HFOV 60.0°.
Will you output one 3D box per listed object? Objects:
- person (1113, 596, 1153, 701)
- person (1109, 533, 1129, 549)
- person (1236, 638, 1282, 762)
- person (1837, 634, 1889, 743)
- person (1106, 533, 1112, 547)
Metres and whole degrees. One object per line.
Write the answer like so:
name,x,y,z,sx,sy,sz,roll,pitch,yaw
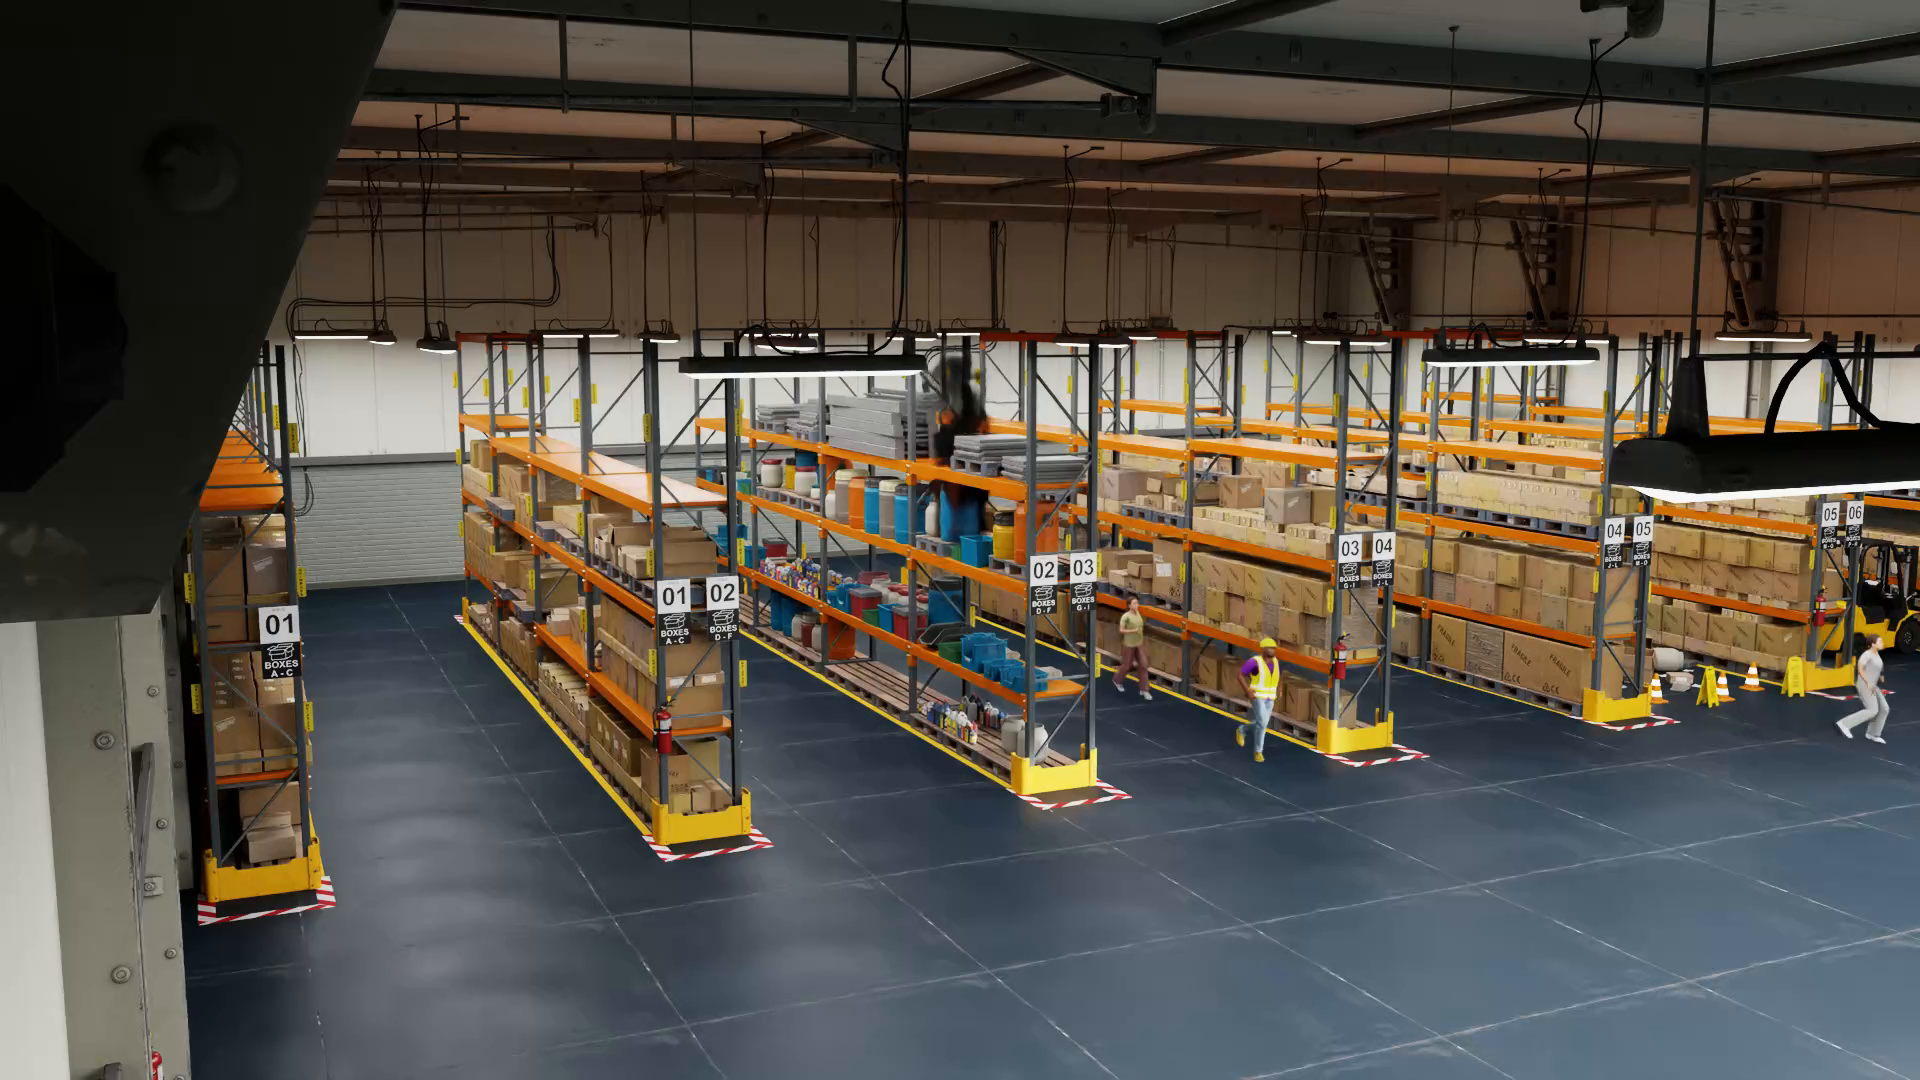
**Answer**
person,2.862,1.767,27.609,0.571,1.688,0.904,-5,9,-33
person,3.433,0.678,35.798,0.669,1.684,0.749,-4,9,-29
person,4.347,2.260,24.017,0.759,1.719,0.793,-4,9,-29
person,13.507,2.223,24.793,0.627,1.654,0.762,6,10,37
person,3.926,-0.103,41.766,1.008,1.549,0.586,0,8,0
